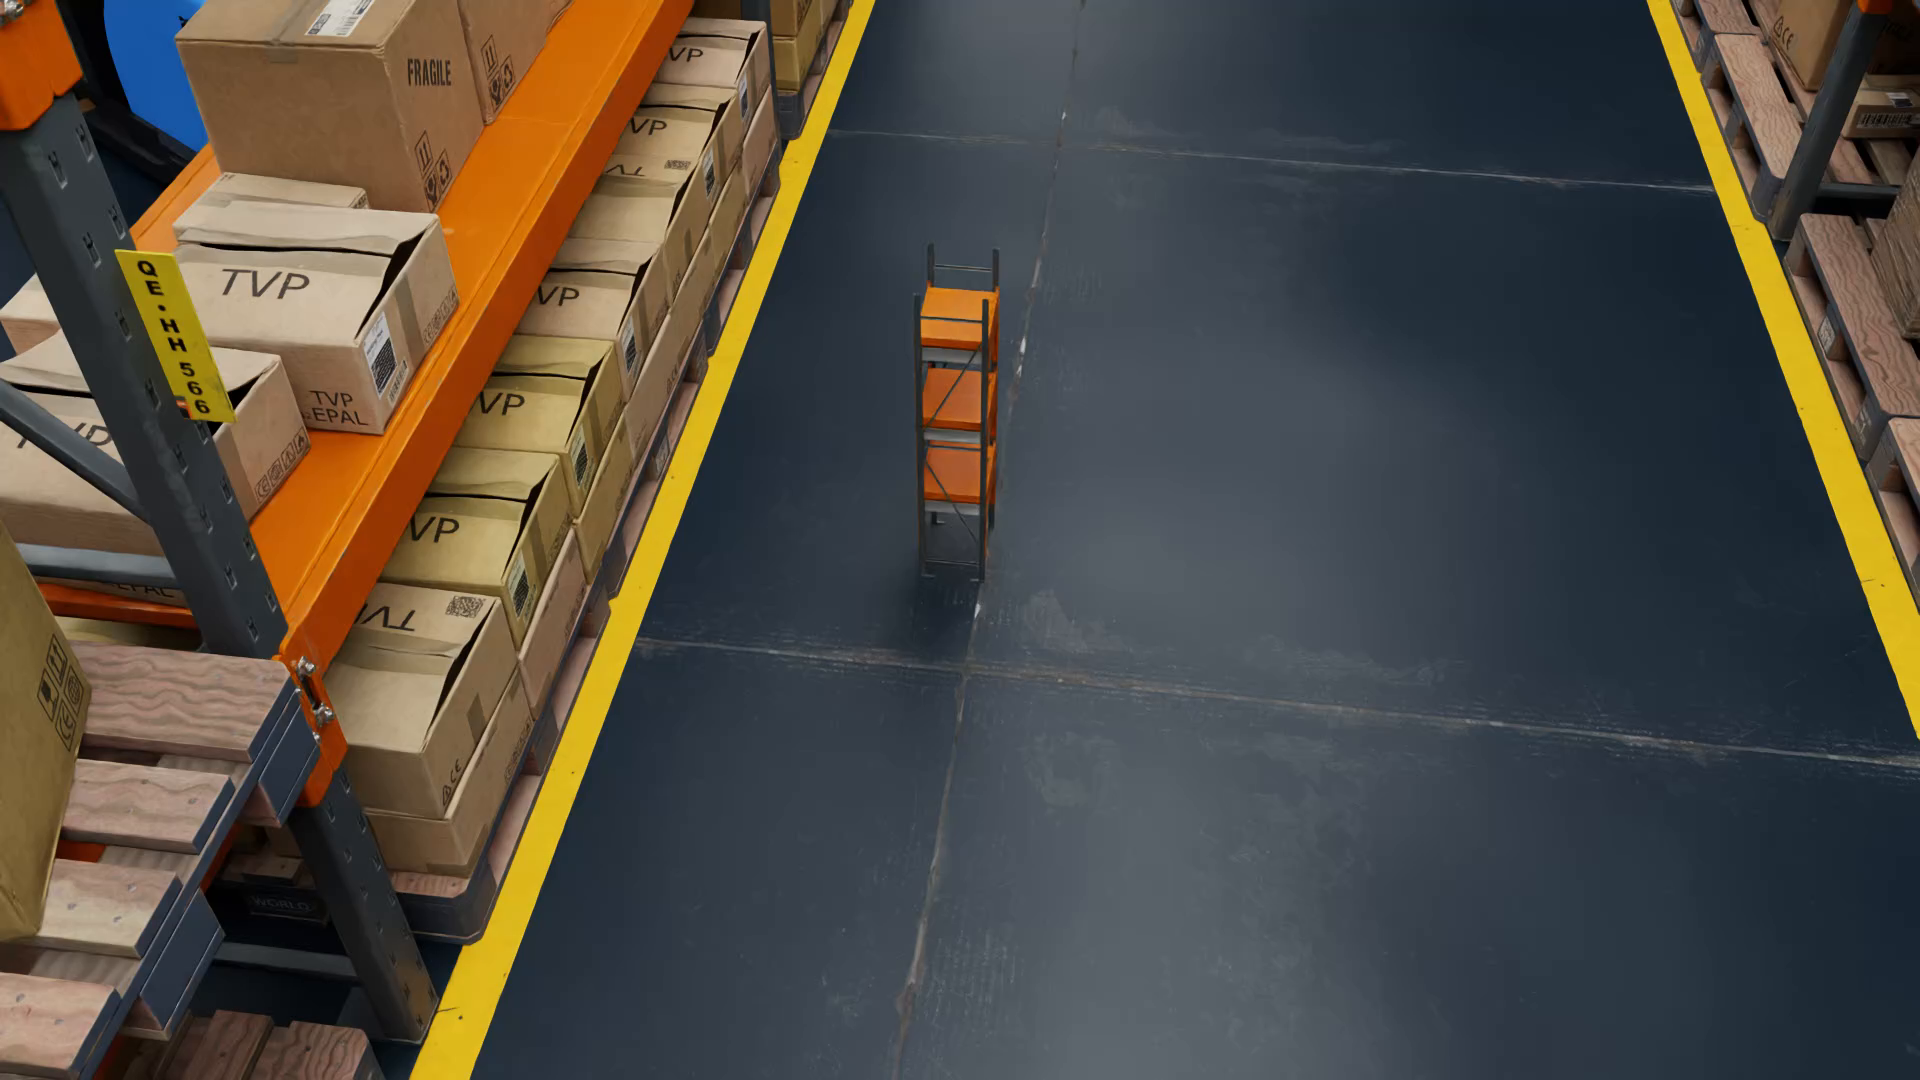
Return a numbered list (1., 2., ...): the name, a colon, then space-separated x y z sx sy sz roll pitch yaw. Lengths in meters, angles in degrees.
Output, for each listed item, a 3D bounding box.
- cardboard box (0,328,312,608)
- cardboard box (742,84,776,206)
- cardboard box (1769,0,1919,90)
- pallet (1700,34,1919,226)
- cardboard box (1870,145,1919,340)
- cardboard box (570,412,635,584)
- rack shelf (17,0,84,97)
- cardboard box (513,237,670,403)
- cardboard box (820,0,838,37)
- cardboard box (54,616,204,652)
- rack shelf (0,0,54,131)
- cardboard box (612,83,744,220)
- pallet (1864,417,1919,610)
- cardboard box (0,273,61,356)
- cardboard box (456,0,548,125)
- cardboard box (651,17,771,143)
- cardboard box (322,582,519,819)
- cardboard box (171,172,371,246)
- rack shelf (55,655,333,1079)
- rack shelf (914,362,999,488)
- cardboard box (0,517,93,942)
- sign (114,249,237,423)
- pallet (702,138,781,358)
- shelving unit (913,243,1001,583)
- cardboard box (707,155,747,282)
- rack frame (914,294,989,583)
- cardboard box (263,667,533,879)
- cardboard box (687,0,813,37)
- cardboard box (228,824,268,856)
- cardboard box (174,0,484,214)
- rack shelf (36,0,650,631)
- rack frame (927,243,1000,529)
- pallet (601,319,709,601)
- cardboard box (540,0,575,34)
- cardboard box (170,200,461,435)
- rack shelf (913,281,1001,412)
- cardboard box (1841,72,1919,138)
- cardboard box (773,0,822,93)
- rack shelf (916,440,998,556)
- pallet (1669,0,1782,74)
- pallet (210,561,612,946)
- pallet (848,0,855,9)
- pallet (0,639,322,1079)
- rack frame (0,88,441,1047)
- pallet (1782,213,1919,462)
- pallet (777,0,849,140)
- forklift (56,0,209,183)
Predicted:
1. cardboard box: -1.681 -0.178 3.321 0.500 0.311 0.500 8 44 8
2. cardboard box: -1.011 -1.538 6.387 0.500 0.250 0.500 5 44 5
3. cardboard box: 3.765 -2.208 6.898 0.500 0.500 0.500 2 43 2
4. pallet: 3.721 -1.693 6.885 1.003 0.211 1.213 5 44 6
5. cardboard box: 3.587 -0.994 5.616 0.700 0.500 0.500 7 44 7
6. cardboard box: -1.283 -0.148 4.919 0.500 0.250 0.500 4 44 4
7. rack shelf: -1.508 -2.157 3.688 1.077 0.370 4.000 5 44 6
8. cardboard box: -1.213 -0.711 5.106 0.500 0.311 0.500 5 44 5
9. cardboard box: -0.810 -2.475 7.377 0.500 0.250 0.500 5 44 6
10. cardboard box: -1.947 0.297 4.042 0.500 0.311 0.500 6 44 7
11. rack shelf: -2.036 0.569 0.809 1.077 0.370 4.000 5 44 6
12. cardboard box: -1.075 -1.393 5.826 0.500 0.311 0.500 6 44 7
13. pallet: 3.407 0.132 4.957 1.003 0.211 1.213 5 44 6
14. cardboard box: -1.927 -0.513 3.793 0.380 0.149 0.250 5 44 6
15. cardboard box: -1.497 -1.506 4.587 0.500 0.500 0.500 5 44 6
16. cardboard box: -1.012 -1.748 6.201 0.500 0.311 0.500 5 44 6
17. cardboard box: -1.412 0.346 3.990 0.500 0.311 0.500 7 44 7
18. cardboard box: -1.659 -0.749 4.042 0.380 0.149 0.250 8 44 9
19. rack shelf: -2.036 1.658 1.841 1.077 0.370 4.000 5 44 6
20. rack shelf: -0.007 -0.337 4.858 0.215 0.259 0.240 5 44 6
21. cardboard box: -1.743 0.284 2.390 0.700 0.500 0.500 -8 44 -9
22. sign: -1.233 -0.315 2.617 0.100 0.325 0.005 5 44 6
23. pallet: -1.302 -1.174 6.337 1.003 0.211 1.213 5 44 6
24. shelving unit: -0.007 -0.345 4.851 0.215 1.050 0.252 5 44 6
25. cardboard box: -1.079 -1.193 6.023 0.500 0.250 0.500 5 44 5
26. rack frame: -0.023 -0.262 4.763 0.200 1.050 0.008 5 44 6
27. cardboard box: -1.412 0.549 4.183 0.500 0.250 0.500 5 44 5
28. cardboard box: -0.871 -2.406 6.759 0.500 0.500 0.500 5 44 6
29. cardboard box: -1.944 0.499 4.236 0.500 0.250 0.500 6 44 7
30. cardboard box: -1.566 -1.148 4.208 0.500 0.500 0.500 3 44 3
31. rack shelf: -1.508 -1.139 4.652 0.919 0.124 3.809 5 44 6
32. rack frame: 0.009 -0.428 4.938 0.200 1.050 0.008 5 44 6
33. pallet: -1.461 -0.340 5.456 1.003 0.211 1.213 5 44 6
34. cardboard box: -1.430 -1.848 4.947 0.500 0.500 0.500 8 44 9
35. cardboard box: -1.462 -0.526 3.689 0.500 0.311 0.500 5 44 5
36. rack shelf: -0.007 -0.543 4.663 0.215 0.259 0.240 5 44 6
37. cardboard box: 3.709 -1.743 6.650 0.380 0.166 0.250 0 43 0
38. cardboard box: -0.881 -2.135 7.018 0.500 0.250 0.500 5 44 6
39. rack shelf: -0.007 -0.135 5.049 0.215 0.259 0.240 5 44 6
40. pallet: 3.880 -2.527 7.765 1.003 0.211 1.213 5 44 6
41. pallet: -1.624 0.489 4.580 1.003 0.211 1.213 5 44 6
42. pallet: -0.938 -3.052 8.320 1.003 0.211 1.213 5 44 6
43. pallet: -1.792 0.572 2.604 1.213 0.211 1.003 5 44 6
44. rack frame: -1.772 0.034 3.033 1.000 3.000 0.127 5 44 6
45. pallet: 3.566 -0.701 5.837 1.003 0.211 1.213 5 44 6
46. pallet: -1.096 -2.218 7.439 1.003 0.211 1.213 5 44 6
47. forklift: -3.292 -3.004 6.291 3.031 2.935 1.130 31 51 28
